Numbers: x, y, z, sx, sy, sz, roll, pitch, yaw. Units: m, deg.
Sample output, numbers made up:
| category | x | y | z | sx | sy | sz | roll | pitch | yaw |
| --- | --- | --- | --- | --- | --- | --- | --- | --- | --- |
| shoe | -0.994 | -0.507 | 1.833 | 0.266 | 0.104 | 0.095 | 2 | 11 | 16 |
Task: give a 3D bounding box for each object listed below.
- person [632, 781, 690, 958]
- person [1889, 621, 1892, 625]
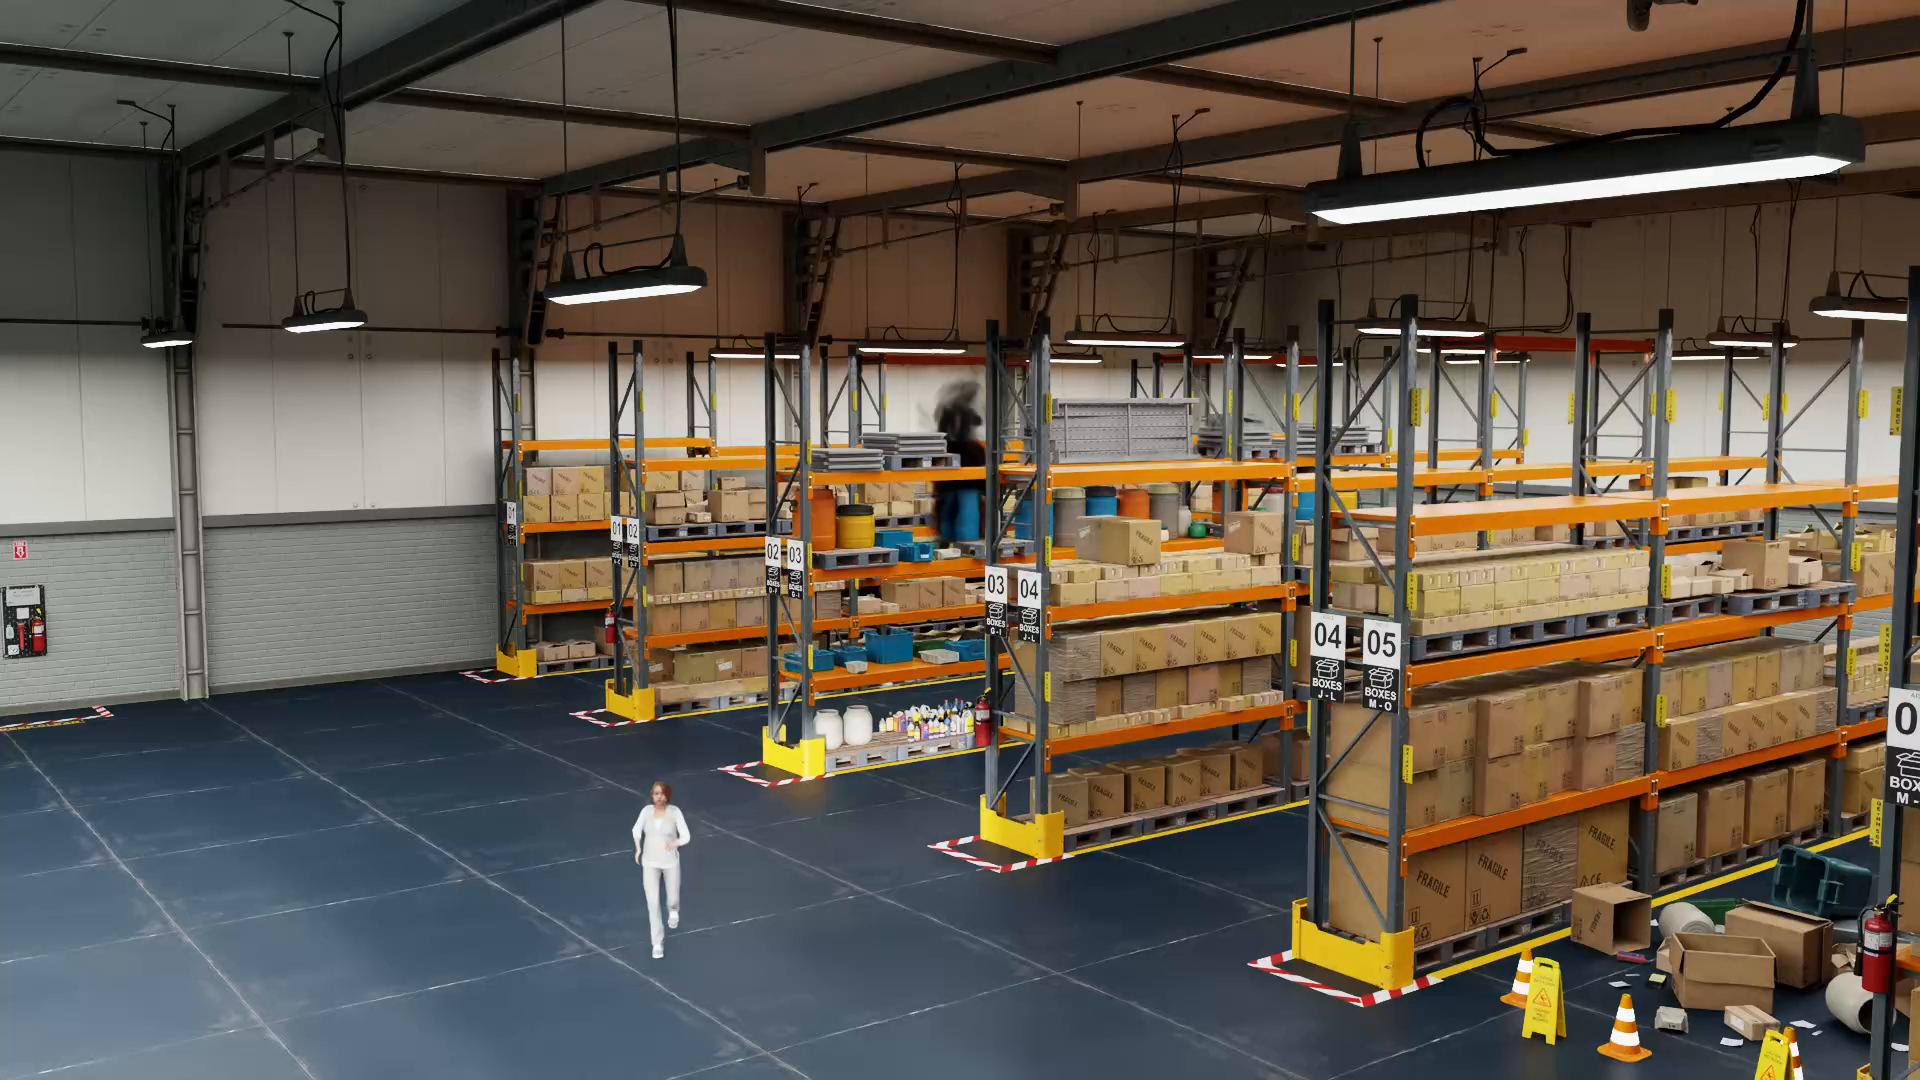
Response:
| category | x | y | z | sx | sy | sz | roll | pitch | yaw |
| --- | --- | --- | --- | --- | --- | --- | --- | --- | --- |
| person | -2.786 | 3.019 | 15.486 | 0.548 | 1.568 | 0.796 | 0 | 5 | -5 |
| person | 14.024 | 2.082 | 25.063 | 0.637 | 1.742 | 0.646 | -3 | 6 | -29 |
